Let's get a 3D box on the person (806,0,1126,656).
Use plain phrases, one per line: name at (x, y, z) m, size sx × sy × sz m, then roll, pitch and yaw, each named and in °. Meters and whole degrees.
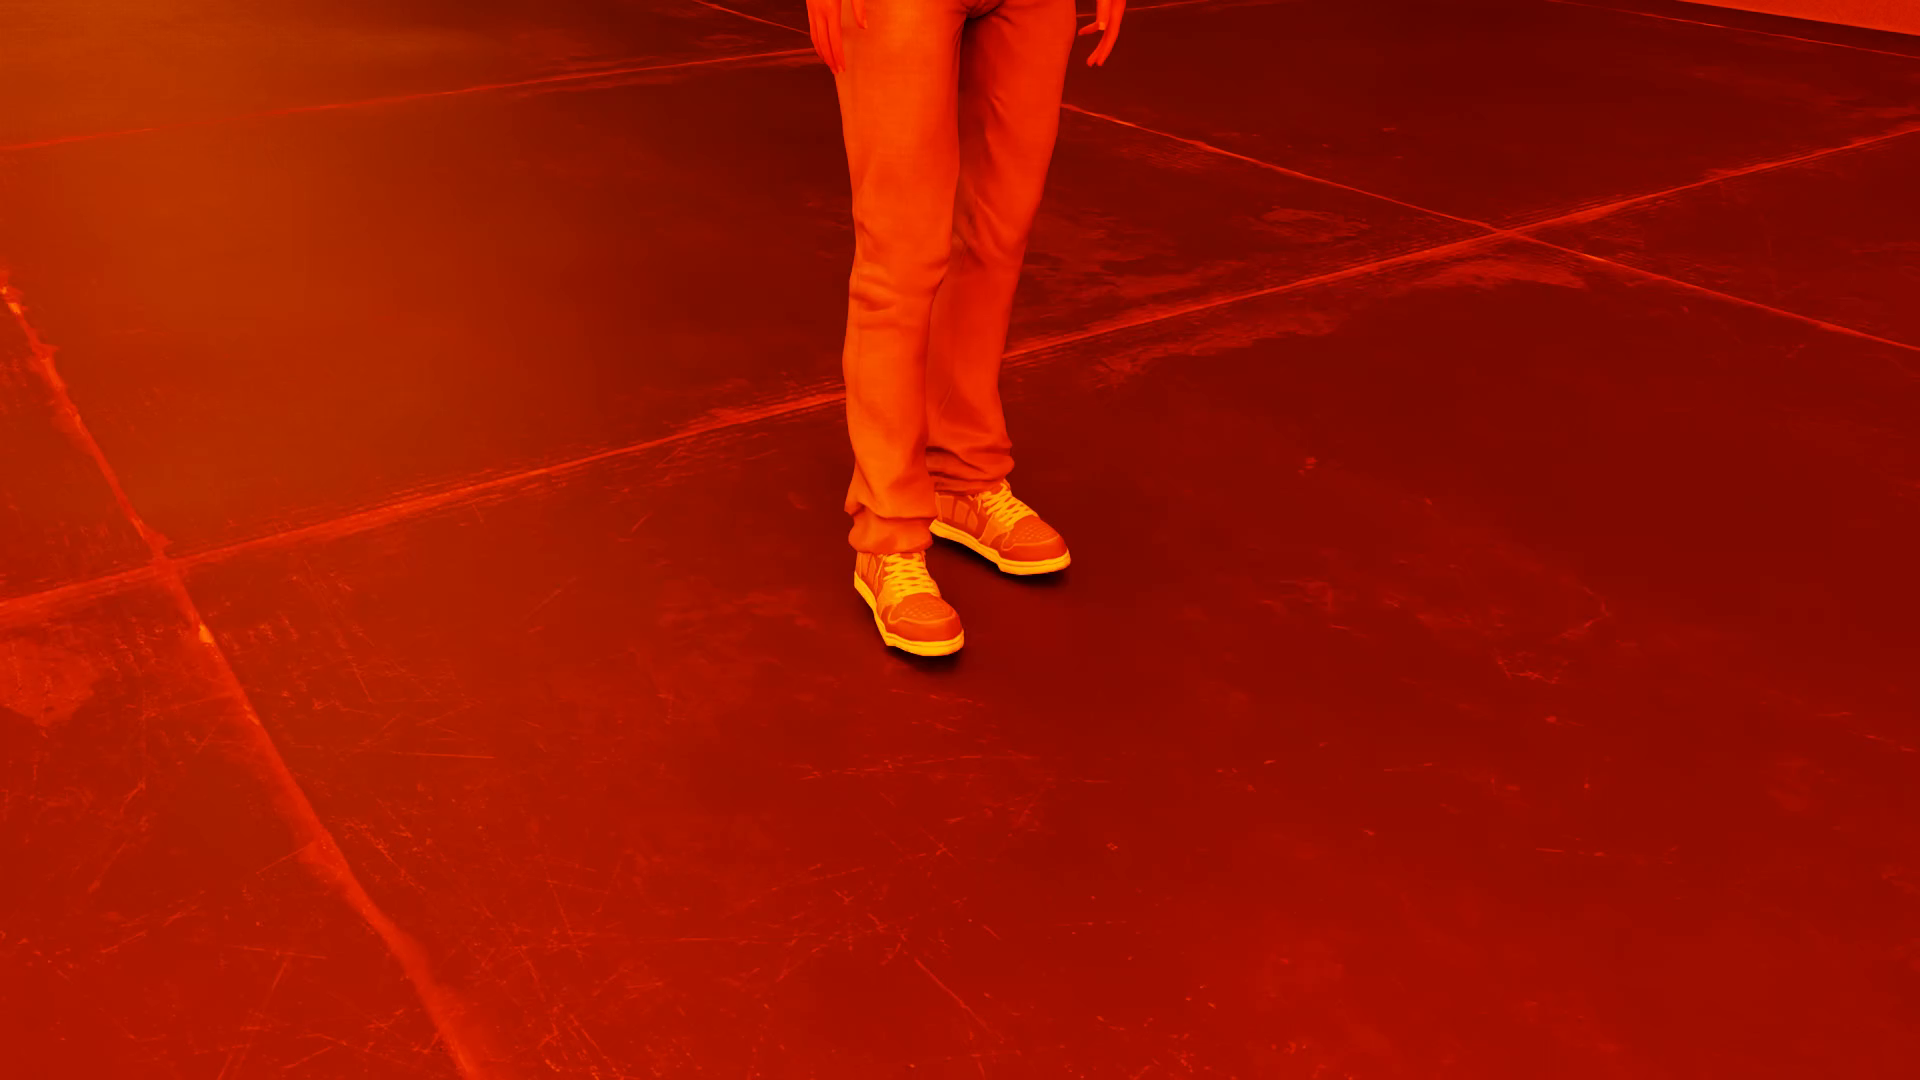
person at (0.030, -0.687, 2.079) m, size 0.520 × 1.590 × 0.475 m, roll -17°, pitch 31°, yaw -31°
